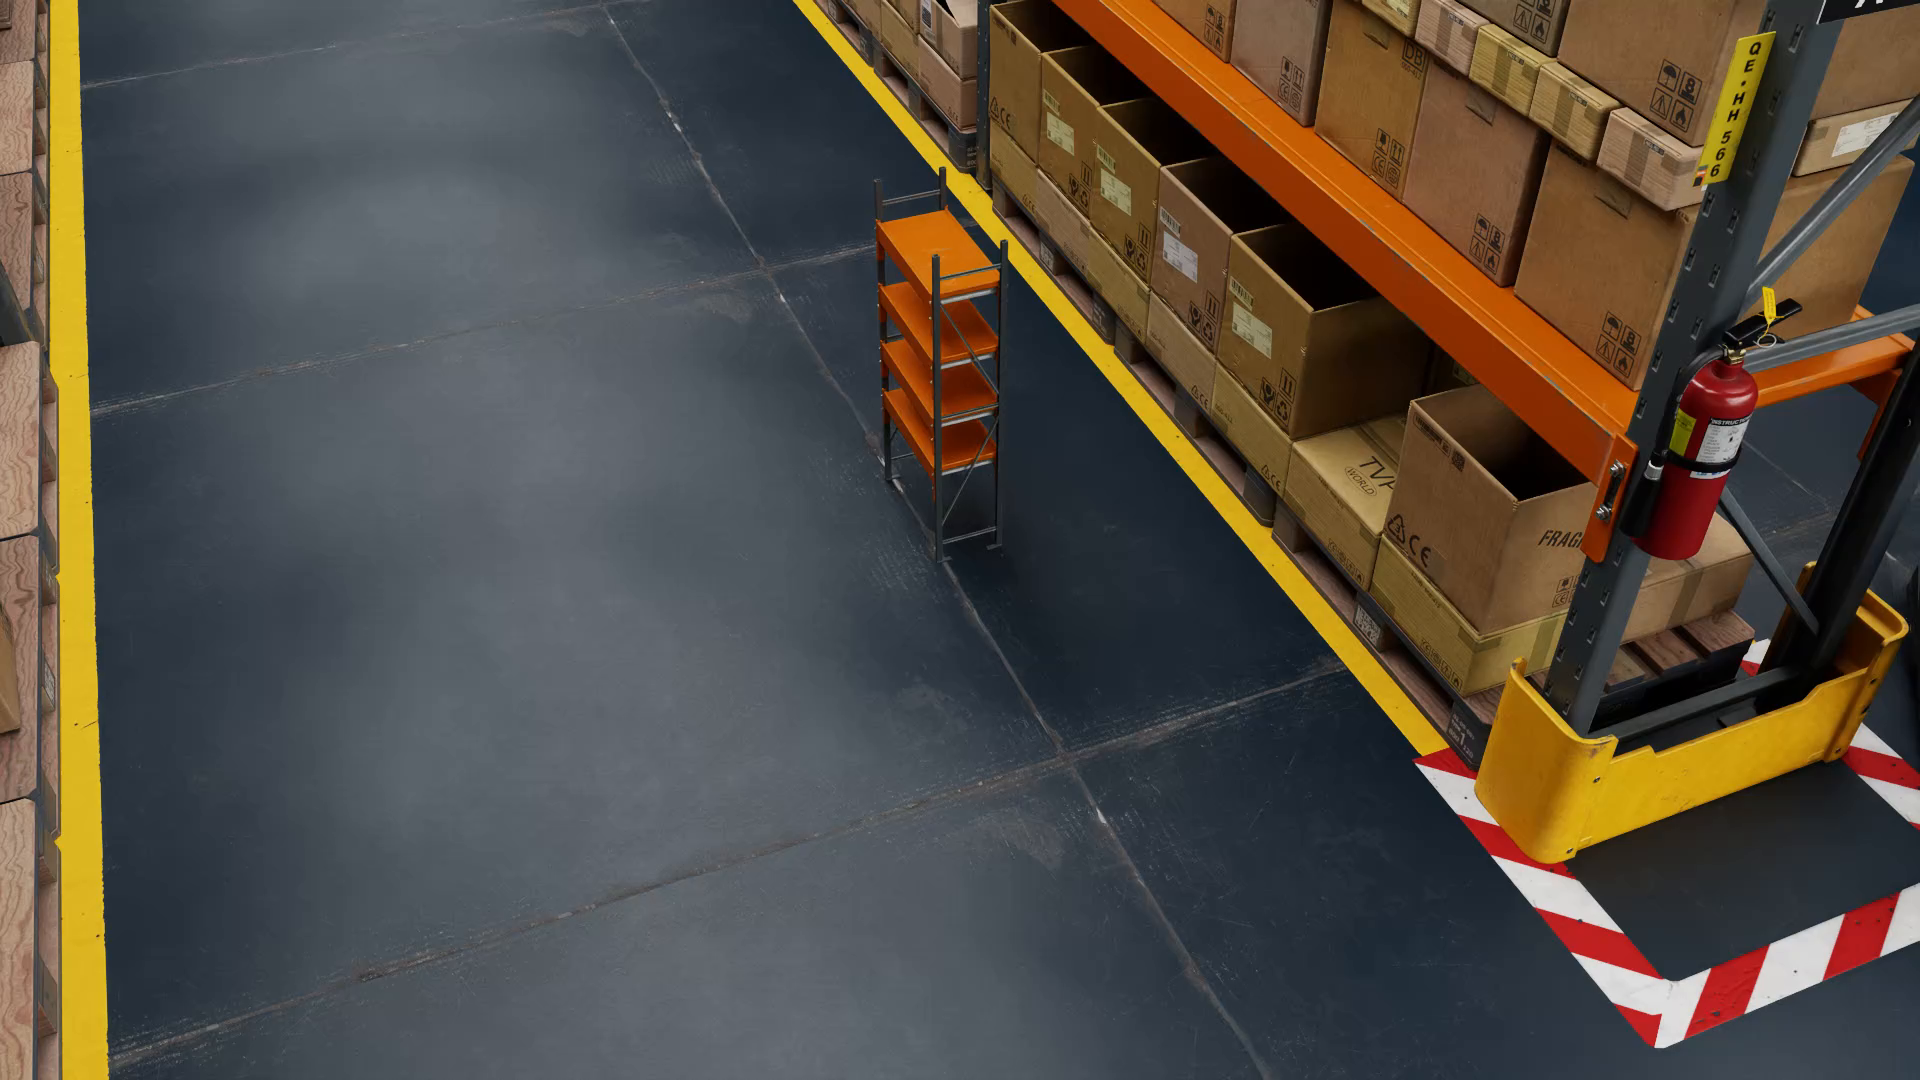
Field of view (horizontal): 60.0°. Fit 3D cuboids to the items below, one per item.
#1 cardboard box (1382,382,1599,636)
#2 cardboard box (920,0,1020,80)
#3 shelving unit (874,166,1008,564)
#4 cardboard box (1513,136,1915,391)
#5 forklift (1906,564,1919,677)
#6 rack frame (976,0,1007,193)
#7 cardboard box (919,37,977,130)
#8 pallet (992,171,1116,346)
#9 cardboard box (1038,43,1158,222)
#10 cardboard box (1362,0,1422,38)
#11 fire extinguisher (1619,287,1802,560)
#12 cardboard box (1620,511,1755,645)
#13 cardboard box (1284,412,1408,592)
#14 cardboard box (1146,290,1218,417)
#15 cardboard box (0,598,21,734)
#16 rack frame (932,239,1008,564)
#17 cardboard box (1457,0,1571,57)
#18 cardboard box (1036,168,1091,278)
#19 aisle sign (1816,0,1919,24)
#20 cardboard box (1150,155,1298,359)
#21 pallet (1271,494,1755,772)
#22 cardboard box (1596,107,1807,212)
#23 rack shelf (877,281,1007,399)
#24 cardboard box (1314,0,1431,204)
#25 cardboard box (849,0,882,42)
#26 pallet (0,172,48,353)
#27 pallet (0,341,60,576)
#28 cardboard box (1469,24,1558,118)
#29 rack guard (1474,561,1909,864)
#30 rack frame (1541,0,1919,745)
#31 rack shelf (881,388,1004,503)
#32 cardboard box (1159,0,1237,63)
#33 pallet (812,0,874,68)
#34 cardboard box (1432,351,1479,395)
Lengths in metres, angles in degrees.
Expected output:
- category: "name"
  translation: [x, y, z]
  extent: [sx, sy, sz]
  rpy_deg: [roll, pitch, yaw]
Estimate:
- category: "cardboard box"
  translation: [1.608, -0.124, 4.805]
  extent: [0.500, 0.500, 0.500]
  rpy_deg: [-15, 43, -17]
- category: "cardboard box"
  translation: [0.138, -2.386, 7.580]
  extent: [0.500, 0.311, 0.500]
  rpy_deg: [-15, 43, -17]
- category: "shelving unit"
  translation: [-0.063, -0.555, 5.475]
  extent: [0.258, 1.200, 0.503]
  rpy_deg: [-15, 43, -17]
- category: "cardboard box"
  translation: [1.922, -0.797, 4.299]
  extent: [0.700, 0.500, 0.500]
  rpy_deg: [-15, 43, -17]
- category: "forklift"
  translation: [3.533, -0.578, 4.174]
  extent: [1.130, 2.935, 3.031]
  rpy_deg: [13, 42, 15]
- category: "rack frame"
  translation: [0.558, -2.884, 6.803]
  extent: [1.000, 3.000, 0.127]
  rpy_deg: [-15, 43, -17]
- category: "cardboard box"
  translation: [0.131, -2.178, 7.769]
  extent: [0.500, 0.250, 0.500]
  rpy_deg: [-16, 43, -17]
- category: "pallet"
  translation: [0.824, -1.337, 7.143]
  extent: [1.003, 0.211, 1.213]
  rpy_deg: [-15, 43, -17]
- category: "cardboard box"
  translation: [0.645, -1.628, 6.554]
  extent: [0.500, 0.500, 0.500]
  rpy_deg: [-15, 43, -17]
- category: "cardboard box"
  translation: [1.372, -1.562, 4.692]
  extent: [0.380, 0.149, 0.250]
  rpy_deg: [-14, 43, -16]
- category: "fire extinguisher"
  translation: [1.704, -0.258, 3.809]
  extent: [0.296, 0.674, 0.183]
  rpy_deg: [-15, 43, -17]
- category: "cardboard box"
  translation: [2.089, 0.030, 5.201]
  extent: [0.500, 0.250, 0.500]
  rpy_deg: [-15, 43, -17]
- category: "cardboard box"
  translation: [1.408, -0.139, 5.397]
  extent: [0.500, 0.250, 0.500]
  rpy_deg: [-15, 43, -17]
- category: "cardboard box"
  translation: [1.025, -0.741, 6.098]
  extent: [0.500, 0.250, 0.500]
  rpy_deg: [-15, 43, -17]
- category: "cardboard box"
  translation: [-3.121, 0.308, 4.671]
  extent: [0.700, 0.500, 0.500]
  rpy_deg: [-18, 44, -20]
- category: "rack frame"
  translation: [0.030, -0.408, 5.304]
  extent: [0.240, 1.200, 0.015]
  rpy_deg: [-15, 43, -17]
- category: "cardboard box"
  translation: [1.695, -1.636, 4.280]
  extent: [0.700, 0.500, 0.500]
  rpy_deg: [-16, 43, -18]
- category: "cardboard box"
  translation: [0.642, -1.343, 6.798]
  extent: [0.500, 0.250, 0.500]
  rpy_deg: [-15, 43, -17]
- category: "aisle sign"
  translation: [1.842, -1.347, 3.022]
  extent: [0.394, 0.787, 0.004]
  rpy_deg: [-15, 43, -17]
- category: "cardboard box"
  translation: [1.022, -1.024, 5.852]
  extent: [0.500, 0.500, 0.500]
  rpy_deg: [-15, 43, -17]
- category: "pallet"
  translation: [1.757, 0.133, 5.434]
  extent: [1.003, 0.211, 1.213]
  rpy_deg: [-15, 43, -17]
- category: "cardboard box"
  translation: [1.766, -0.941, 3.969]
  extent: [0.380, 0.149, 0.250]
  rpy_deg: [-16, 43, -18]
- category: "rack shelf"
  translation: [-0.063, -0.673, 5.373]
  extent: [0.258, 0.148, 0.480]
  rpy_deg: [-15, 43, -17]
- category: "cardboard box"
  translation: [1.532, -1.412, 5.015]
  extent: [0.700, 0.500, 0.500]
  rpy_deg: [-15, 43, -17]
- category: "cardboard box"
  translation: [-0.257, -2.791, 8.482]
  extent: [0.500, 0.250, 0.500]
  rpy_deg: [-14, 43, -16]
- category: "pallet"
  translation: [-4.317, -1.057, 6.817]
  extent: [1.003, 0.211, 1.213]
  rpy_deg: [-15, 43, -17]
- category: "pallet"
  translation: [-3.728, -0.193, 5.812]
  extent: [1.003, 0.211, 1.213]
  rpy_deg: [-15, 43, -17]
- category: "cardboard box"
  translation: [1.567, -1.252, 4.331]
  extent: [0.380, 0.149, 0.250]
  rpy_deg: [-16, 43, -17]
- category: "rack guard"
  translation: [2.098, 0.488, 4.799]
  extent: [1.175, 0.500, 0.348]
  rpy_deg: [-15, 43, -17]
- category: "rack frame"
  translation: [2.088, -0.474, 4.001]
  extent: [1.000, 3.000, 0.127]
  rpy_deg: [-15, 43, -17]
- category: "rack shelf"
  translation: [-0.063, -0.353, 5.648]
  extent: [0.258, 0.148, 0.480]
  rpy_deg: [-15, 43, -17]
- category: "cardboard box"
  translation: [1.130, -2.037, 5.741]
  extent: [0.700, 0.500, 0.500]
  rpy_deg: [-14, 43, -16]
- category: "pallet"
  translation: [-0.231, -2.997, 9.073]
  extent: [1.003, 0.211, 1.213]
  rpy_deg: [-15, 43, -17]
- category: "cardboard box"
  translation: [1.896, -0.555, 5.306]
  extent: [0.500, 0.500, 0.500]
  rpy_deg: [-15, 43, -17]
